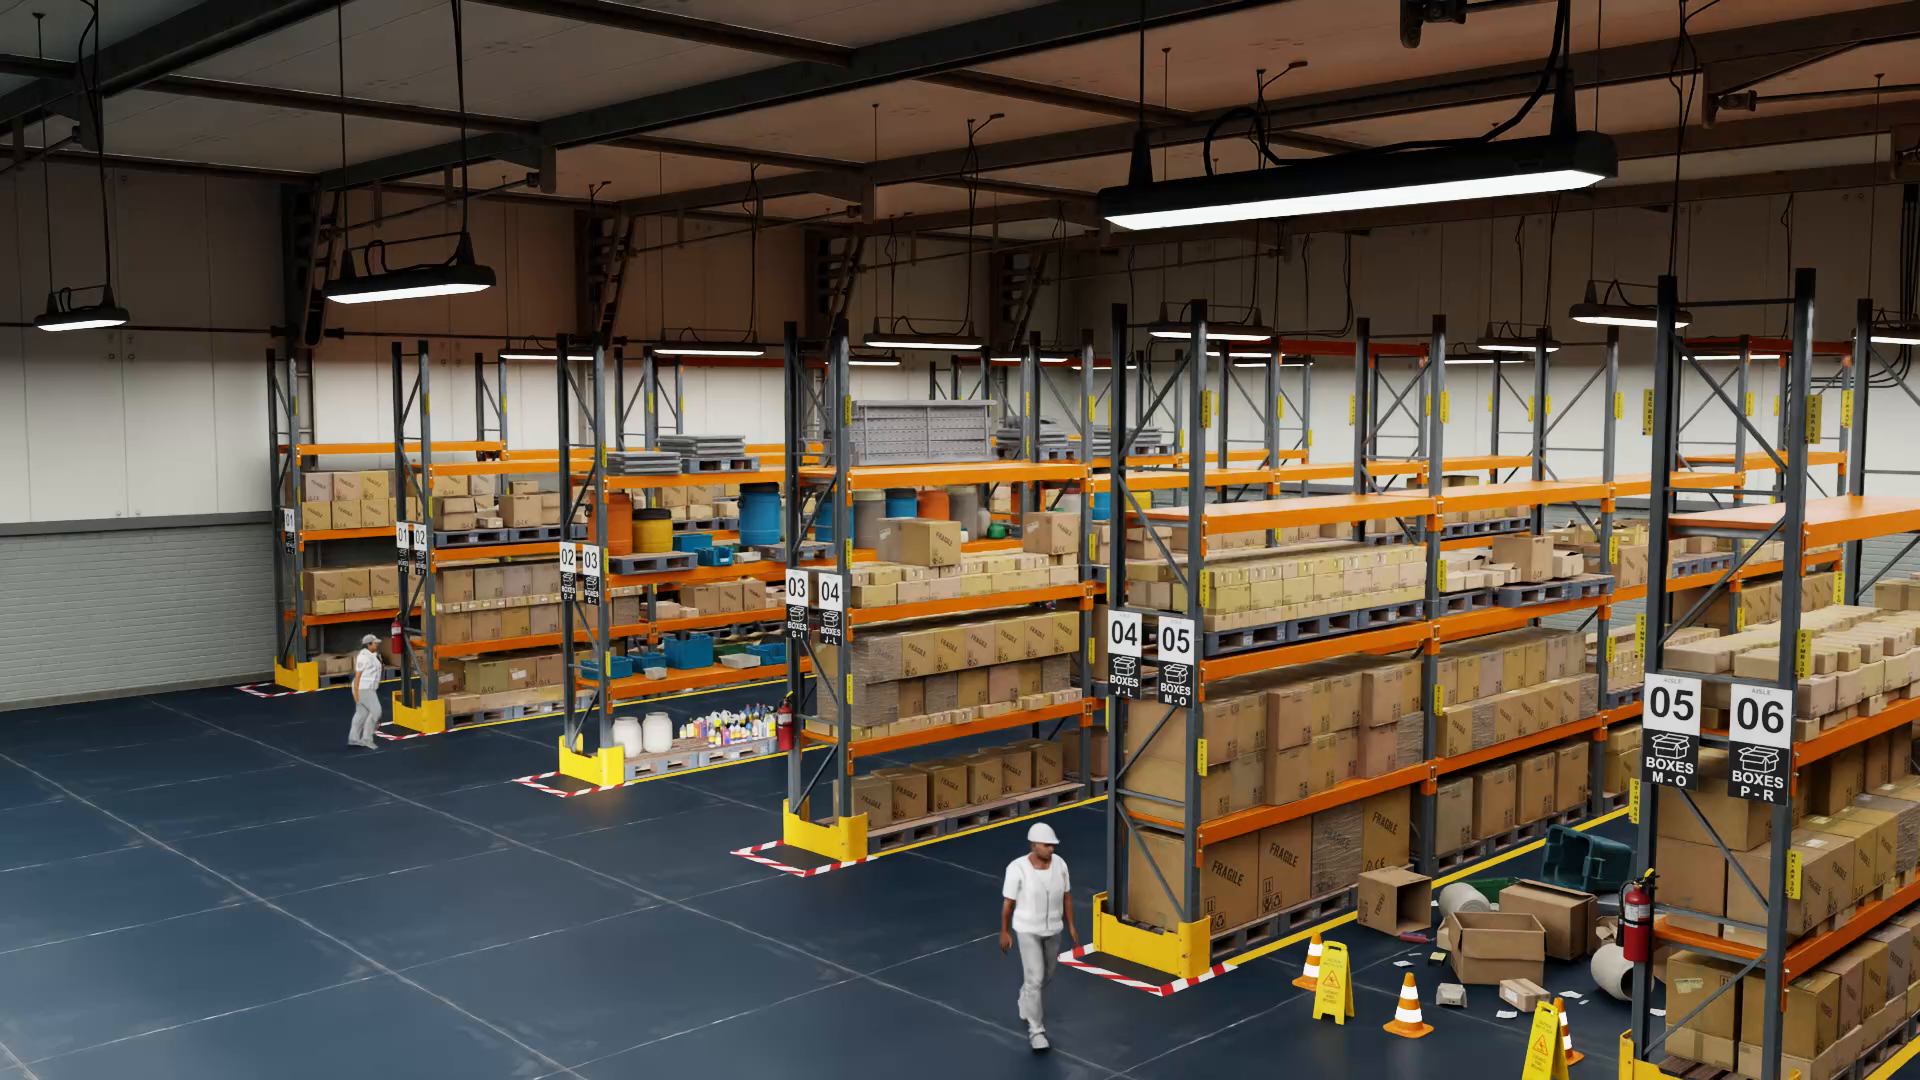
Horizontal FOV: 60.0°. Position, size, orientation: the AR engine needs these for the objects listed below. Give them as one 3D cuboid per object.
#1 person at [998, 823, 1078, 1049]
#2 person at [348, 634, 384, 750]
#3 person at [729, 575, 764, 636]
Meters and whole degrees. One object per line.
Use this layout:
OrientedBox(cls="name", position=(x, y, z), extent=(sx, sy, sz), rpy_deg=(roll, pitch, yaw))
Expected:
OrientedBox(cls="person", position=(0.628, 3.143, 13.421), extent=(0.585, 1.752, 0.860), rpy_deg=(-3, 6, -28))
OrientedBox(cls="person", position=(-8.776, 2.229, 24.517), extent=(0.533, 1.681, 0.513), rpy_deg=(-1, 5, -9))
OrientedBox(cls="person", position=(-4.452, 1.338, 34.106), extent=(0.694, 1.705, 1.079), rpy_deg=(4, 6, 38))
